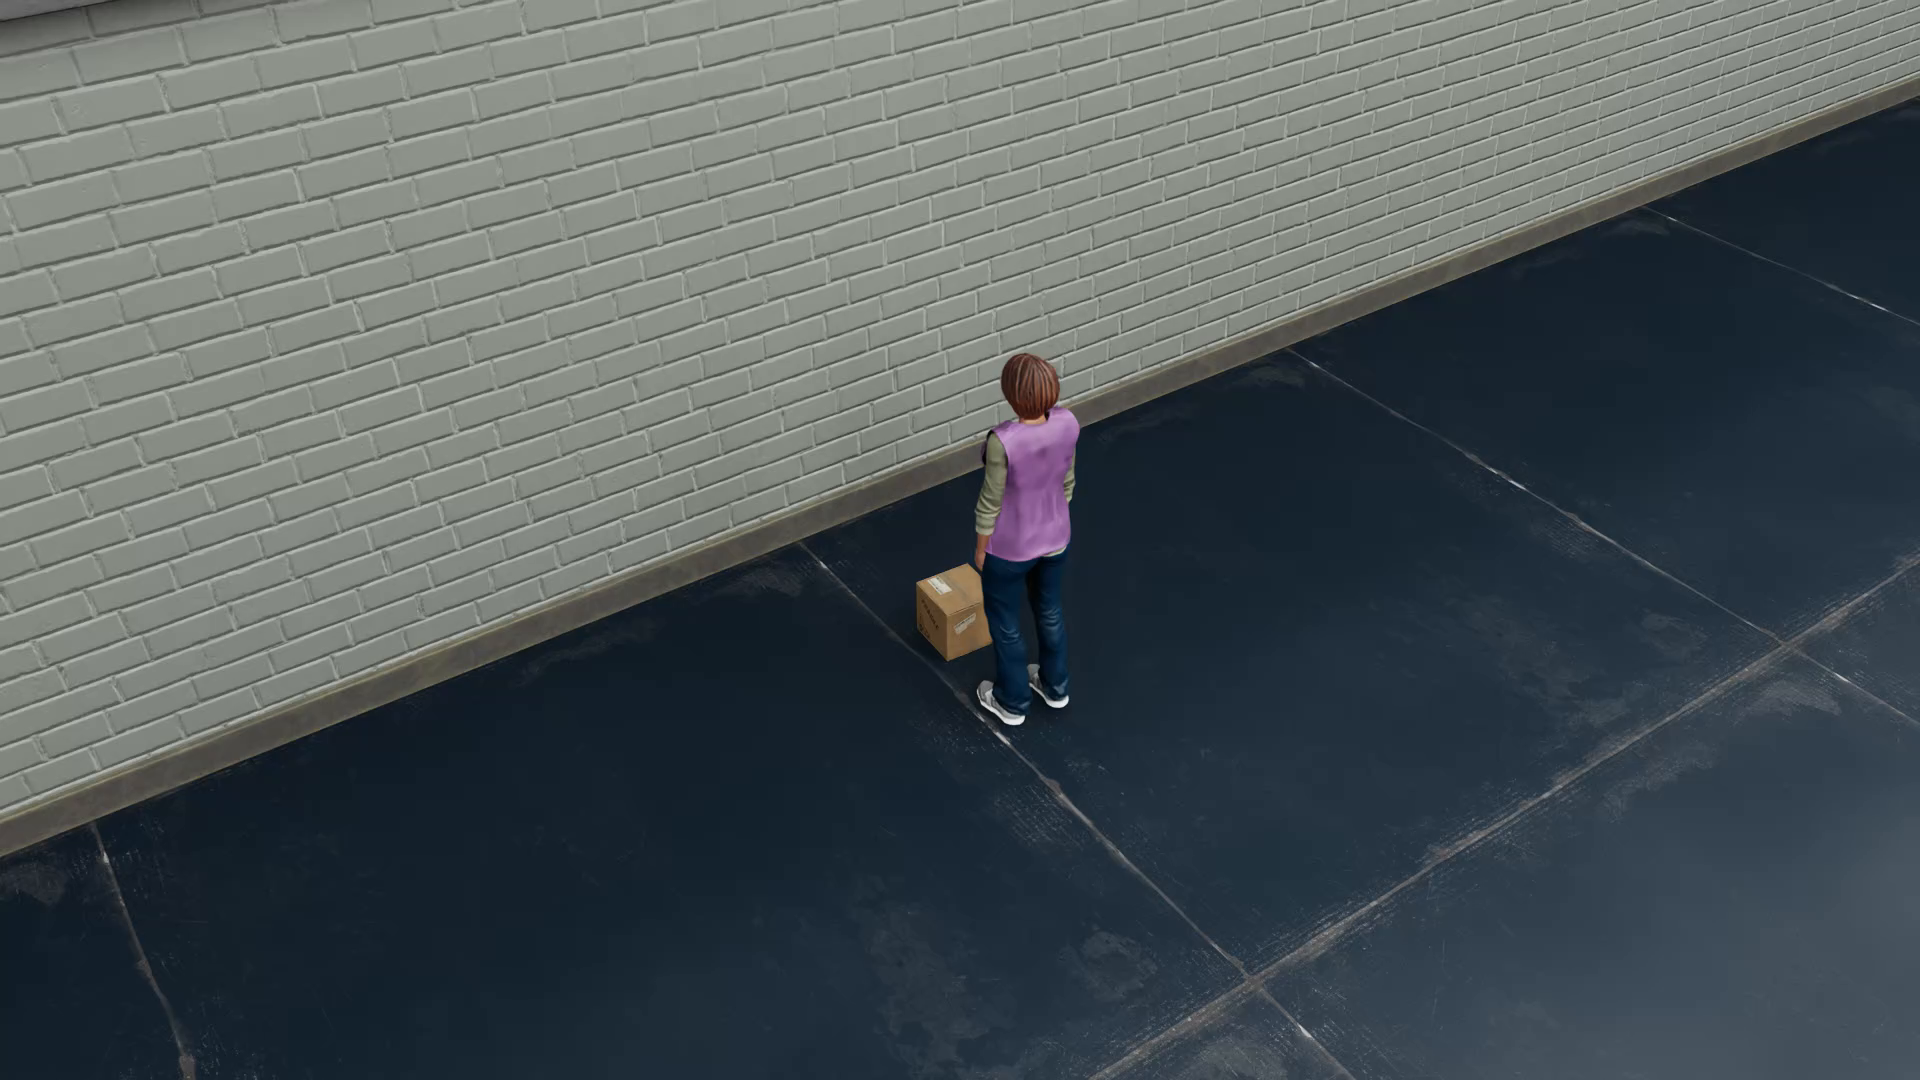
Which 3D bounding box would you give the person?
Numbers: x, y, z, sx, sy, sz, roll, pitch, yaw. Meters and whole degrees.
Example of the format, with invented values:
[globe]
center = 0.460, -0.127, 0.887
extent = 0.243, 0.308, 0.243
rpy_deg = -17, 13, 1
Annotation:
[person]
center = 0.232, 0.009, 6.146
extent = 0.405, 1.596, 0.310
rpy_deg = -19, 41, -24
